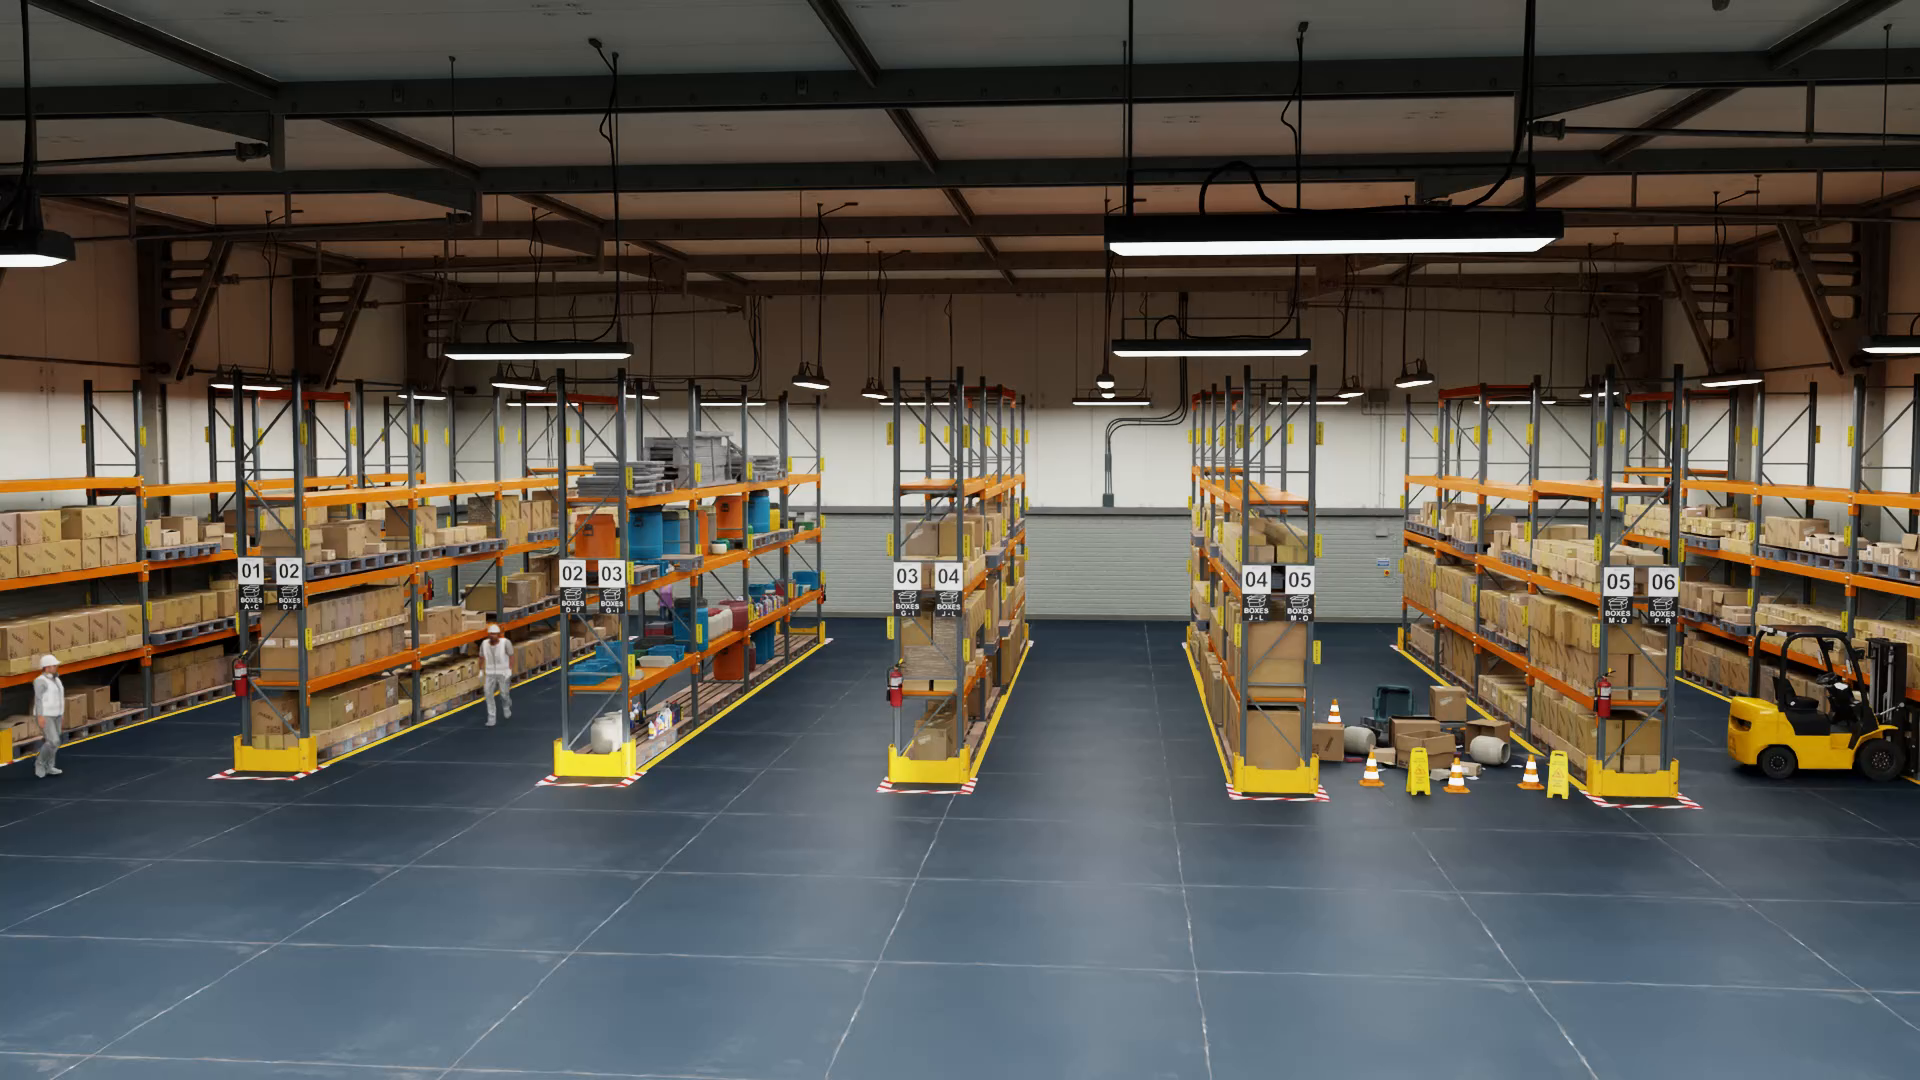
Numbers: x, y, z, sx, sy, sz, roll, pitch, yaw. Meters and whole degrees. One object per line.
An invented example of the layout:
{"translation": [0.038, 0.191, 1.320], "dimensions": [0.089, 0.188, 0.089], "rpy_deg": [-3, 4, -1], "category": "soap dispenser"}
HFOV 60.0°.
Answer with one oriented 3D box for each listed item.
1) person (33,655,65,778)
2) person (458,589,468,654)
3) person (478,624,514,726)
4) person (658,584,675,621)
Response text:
{"translation": [-13.381, 2.583, 24.479], "dimensions": [0.428, 1.781, 0.561], "rpy_deg": [0, 4, 7], "category": "person"}
{"translation": [-10.876, 1.905, 36.302], "dimensions": [0.517, 1.671, 0.434], "rpy_deg": [1, 4, 9], "category": "person"}
{"translation": [-8.074, 2.329, 28.995], "dimensions": [0.640, 1.760, 0.701], "rpy_deg": [0, 4, -2], "category": "person"}
{"translation": [-7.335, 1.642, 41.537], "dimensions": [0.471, 1.521, 1.009], "rpy_deg": [0, 4, -4], "category": "person"}
